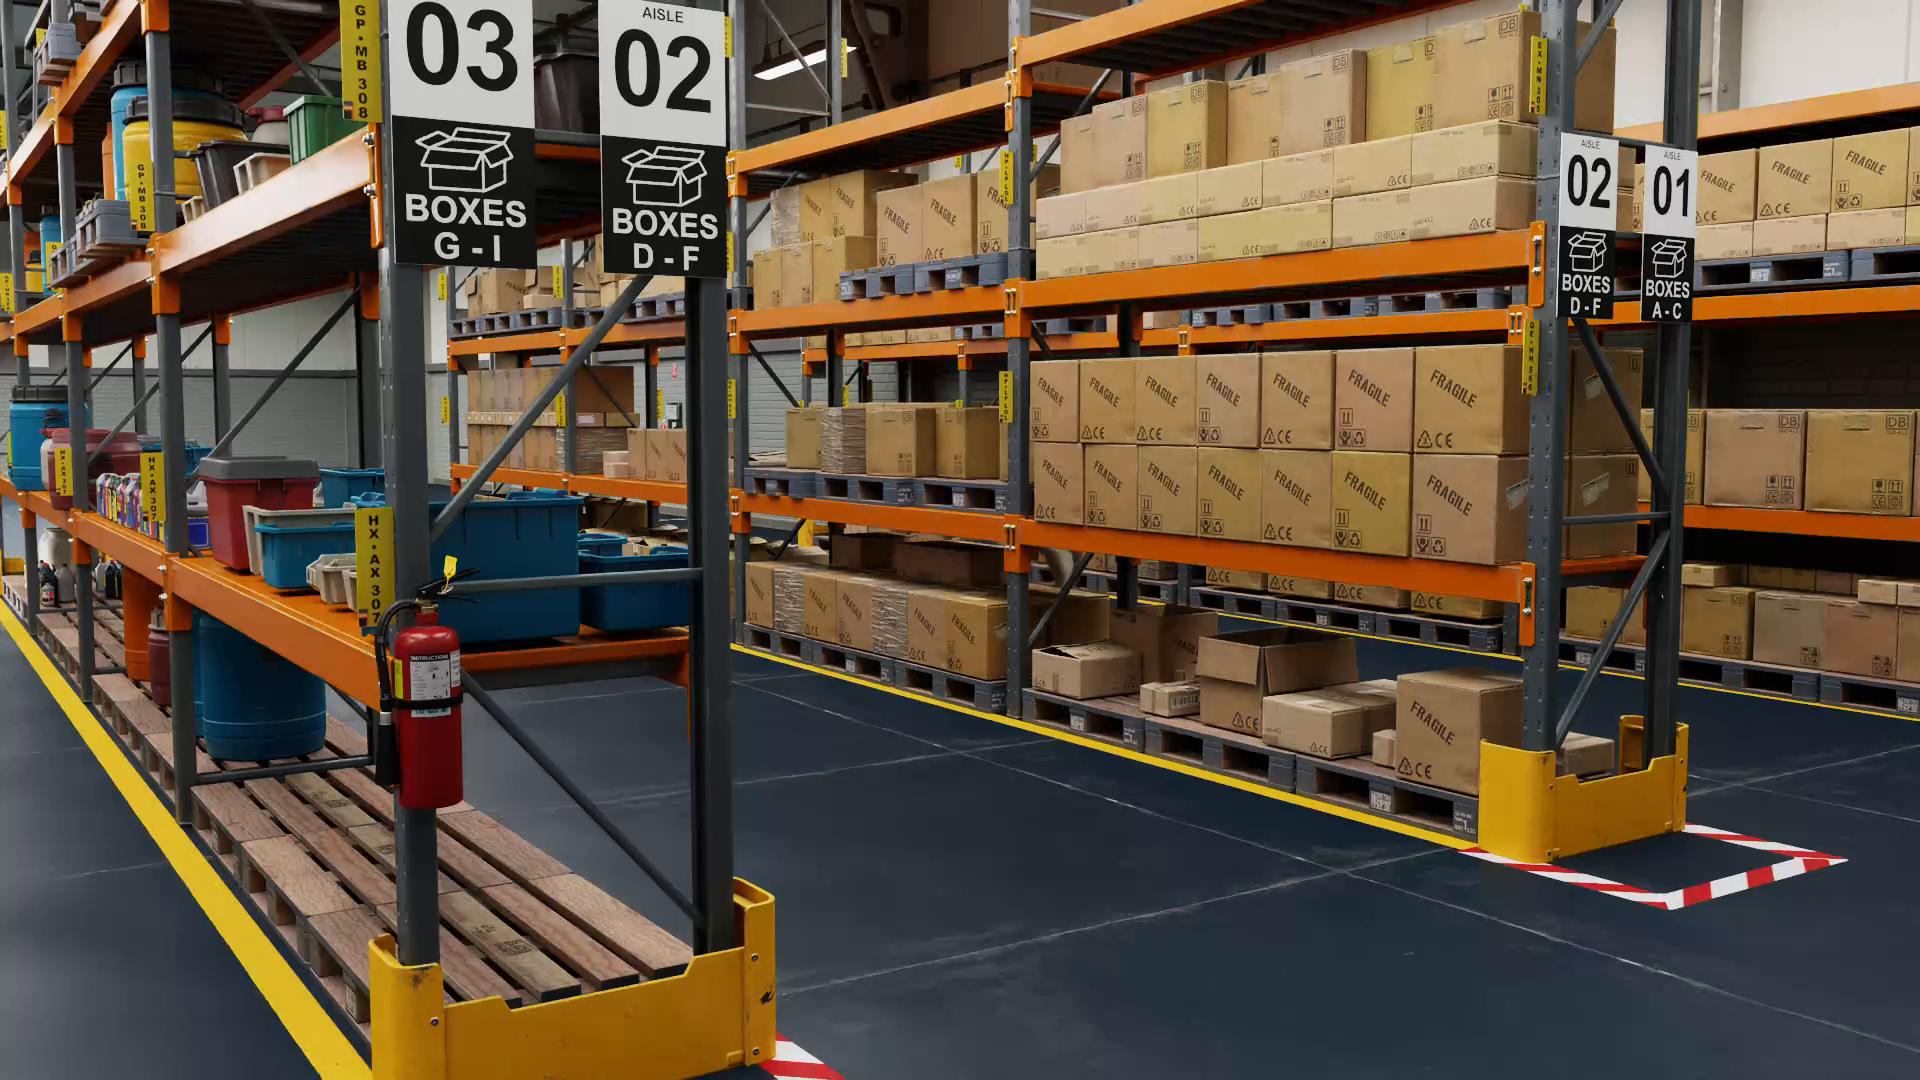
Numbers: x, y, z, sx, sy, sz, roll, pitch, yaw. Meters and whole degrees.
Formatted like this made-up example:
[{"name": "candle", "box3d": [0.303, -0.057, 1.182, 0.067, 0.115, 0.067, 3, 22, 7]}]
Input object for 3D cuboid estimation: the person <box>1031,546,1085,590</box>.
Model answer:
[{"name": "person", "box3d": [0.904, -0.001, 14.360, 0.541, 1.673, 1.007, -3, 5, -31]}]
